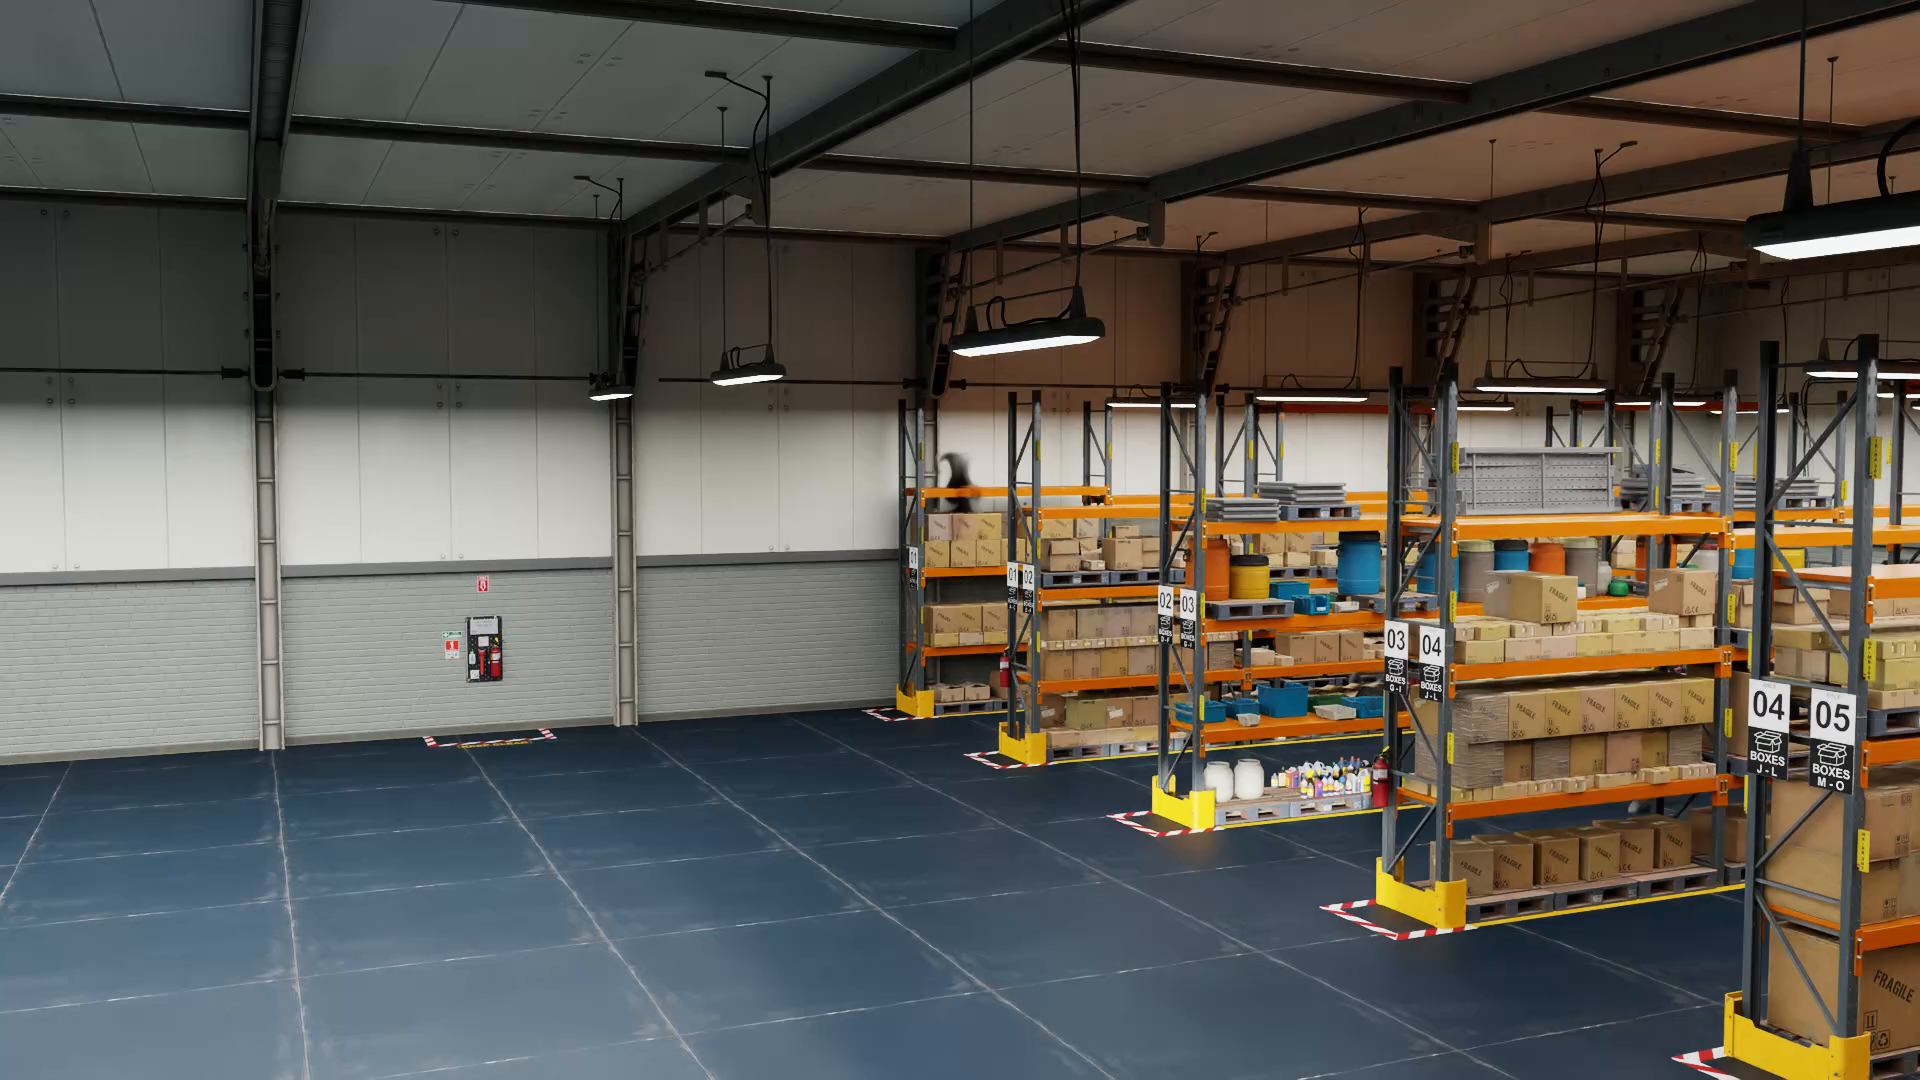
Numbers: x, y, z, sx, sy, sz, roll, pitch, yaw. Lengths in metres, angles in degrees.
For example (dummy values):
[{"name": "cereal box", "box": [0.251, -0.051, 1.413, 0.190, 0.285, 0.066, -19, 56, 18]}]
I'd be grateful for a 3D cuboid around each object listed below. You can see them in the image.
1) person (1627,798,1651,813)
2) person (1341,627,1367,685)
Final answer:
[{"name": "person", "box": [9.514, 2.916, 23.339, 0.830, 1.825, 0.640, -2, 4, -30]}, {"name": "person", "box": [7.779, 2.490, 32.376, 0.959, 1.636, 0.600, -3, 4, -37]}]
